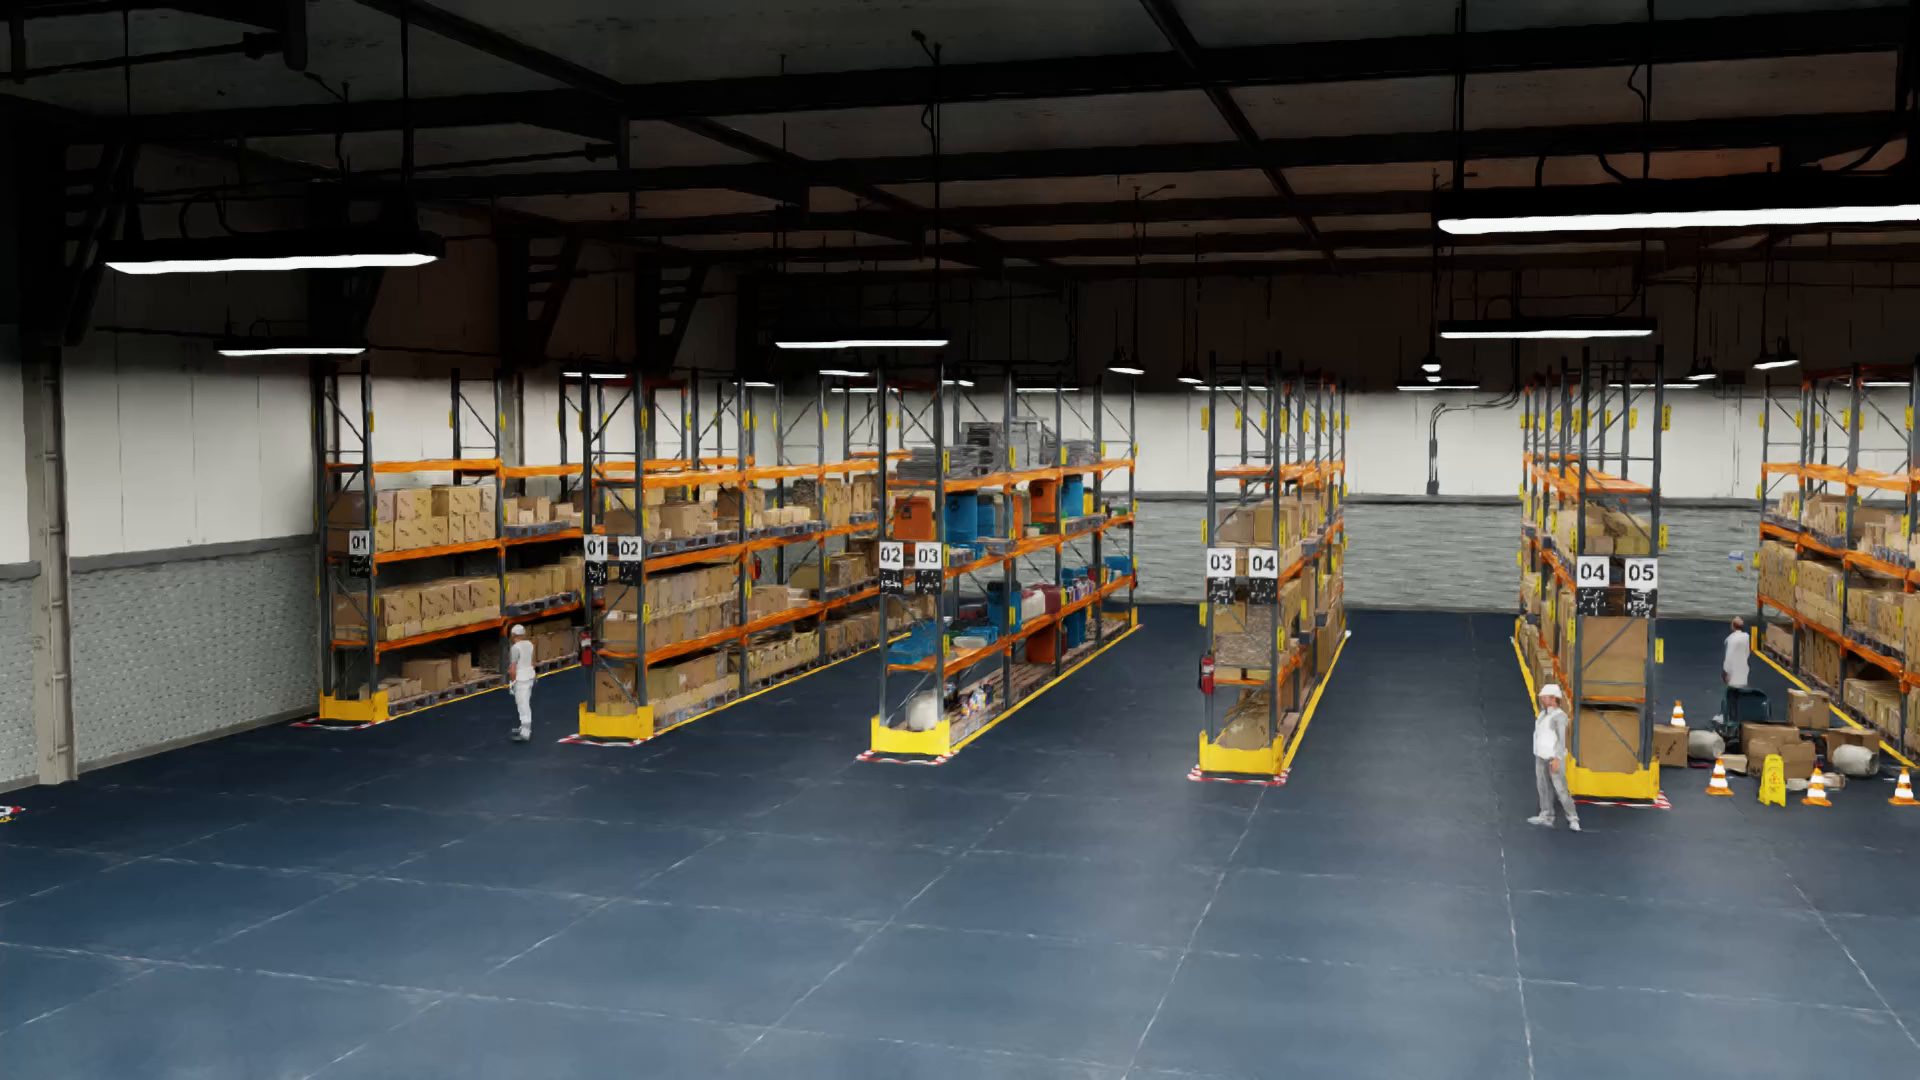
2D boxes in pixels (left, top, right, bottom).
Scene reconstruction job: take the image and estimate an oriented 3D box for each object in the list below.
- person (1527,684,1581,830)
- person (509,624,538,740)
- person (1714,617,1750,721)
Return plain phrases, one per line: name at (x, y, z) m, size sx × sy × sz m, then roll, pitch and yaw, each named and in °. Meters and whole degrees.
person at (7.356, 2.662, 20.499) m, size 0.475 × 1.768 × 0.708 m, roll -1°, pitch 4°, yaw -11°
person at (-6.937, 2.216, 26.207) m, size 0.527 × 1.787 × 0.735 m, roll 1°, pitch 4°, yaw 15°
person at (12.703, 2.144, 27.328) m, size 0.678 × 1.774 × 0.633 m, roll -4°, pitch 6°, yaw -44°
